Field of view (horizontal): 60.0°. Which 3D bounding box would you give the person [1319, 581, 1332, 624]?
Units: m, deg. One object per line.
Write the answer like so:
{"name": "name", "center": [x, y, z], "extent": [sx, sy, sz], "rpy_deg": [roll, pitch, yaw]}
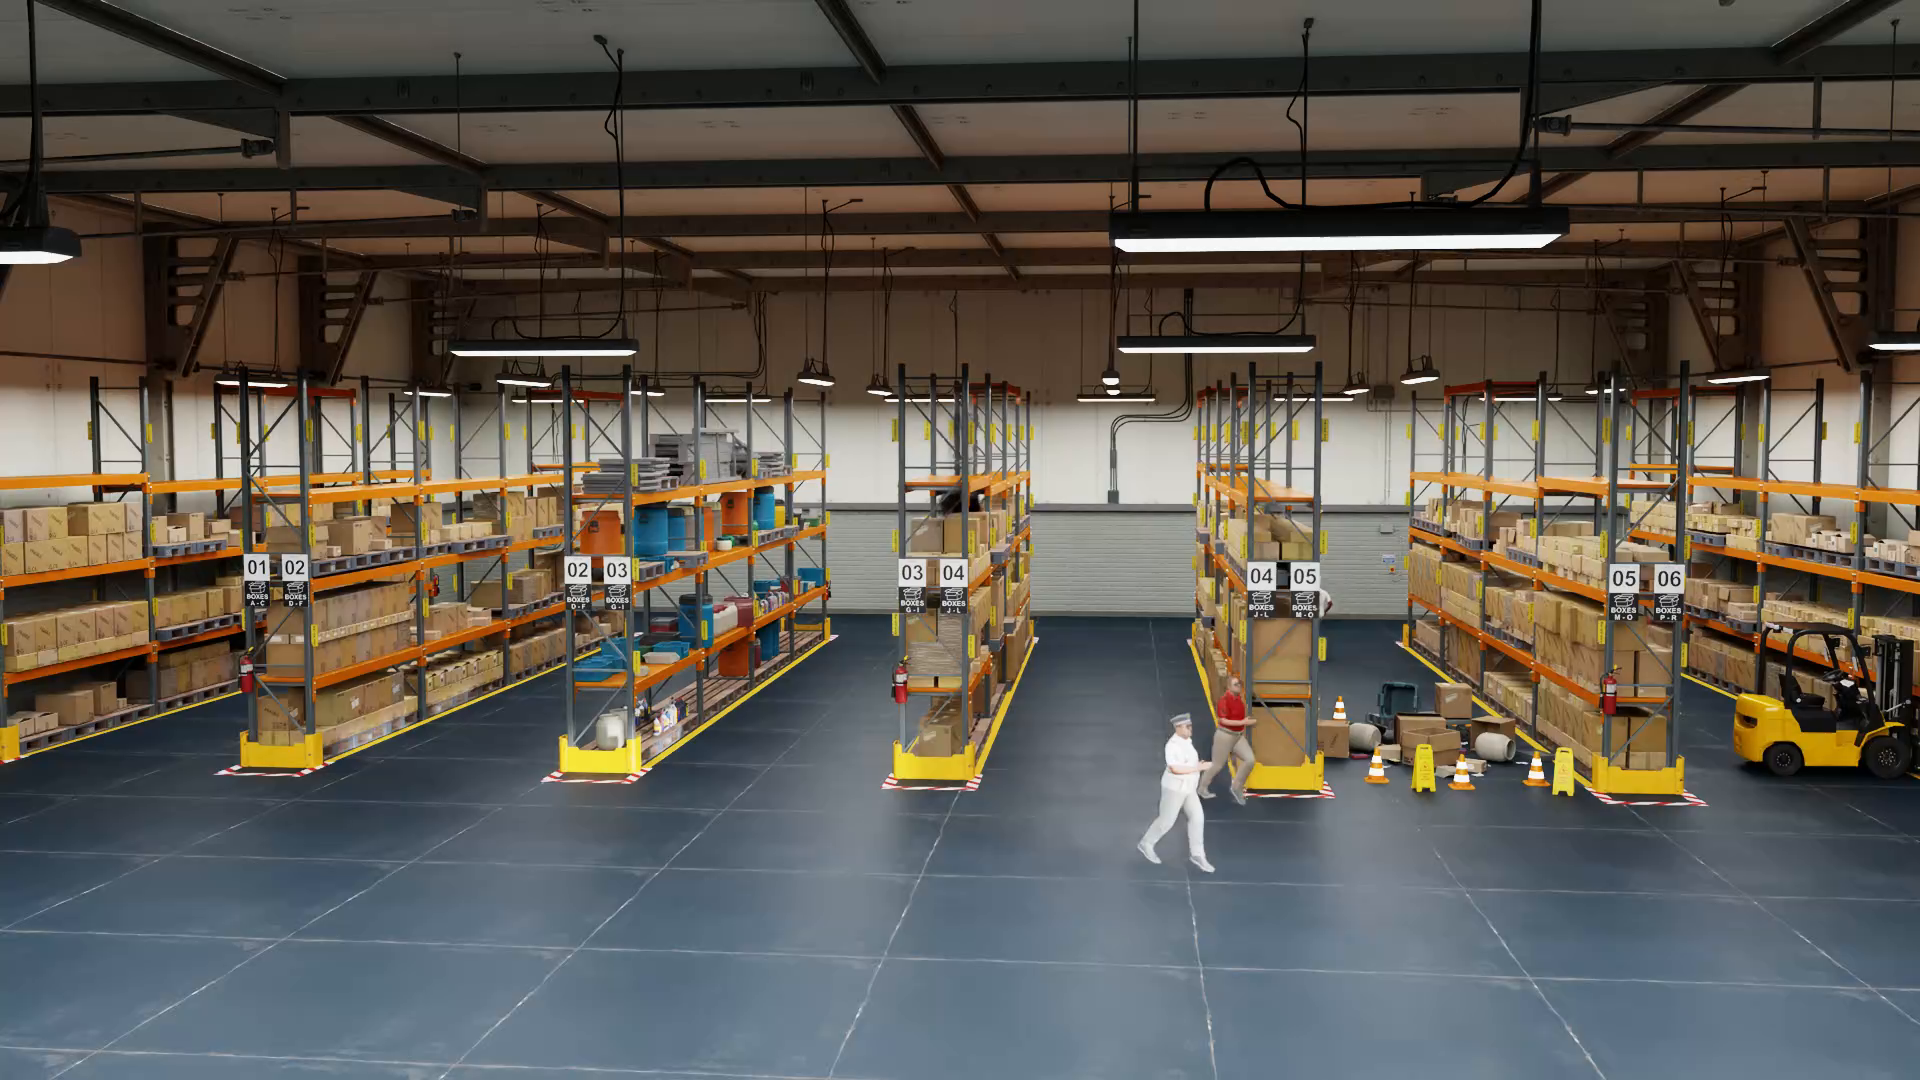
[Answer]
{"name": "person", "center": [8.043, 1.722, 37.604], "extent": [0.703, 1.735, 0.747], "rpy_deg": [-1, 4, -18]}

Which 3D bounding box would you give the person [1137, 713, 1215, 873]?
{"name": "person", "center": [2.487, 2.876, 19.099], "extent": [0.915, 1.816, 0.642], "rpy_deg": [2, 4, 34]}

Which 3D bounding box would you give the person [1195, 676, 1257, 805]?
{"name": "person", "center": [3.644, 2.714, 22.481], "extent": [0.905, 1.770, 0.676], "rpy_deg": [3, 5, 42]}
